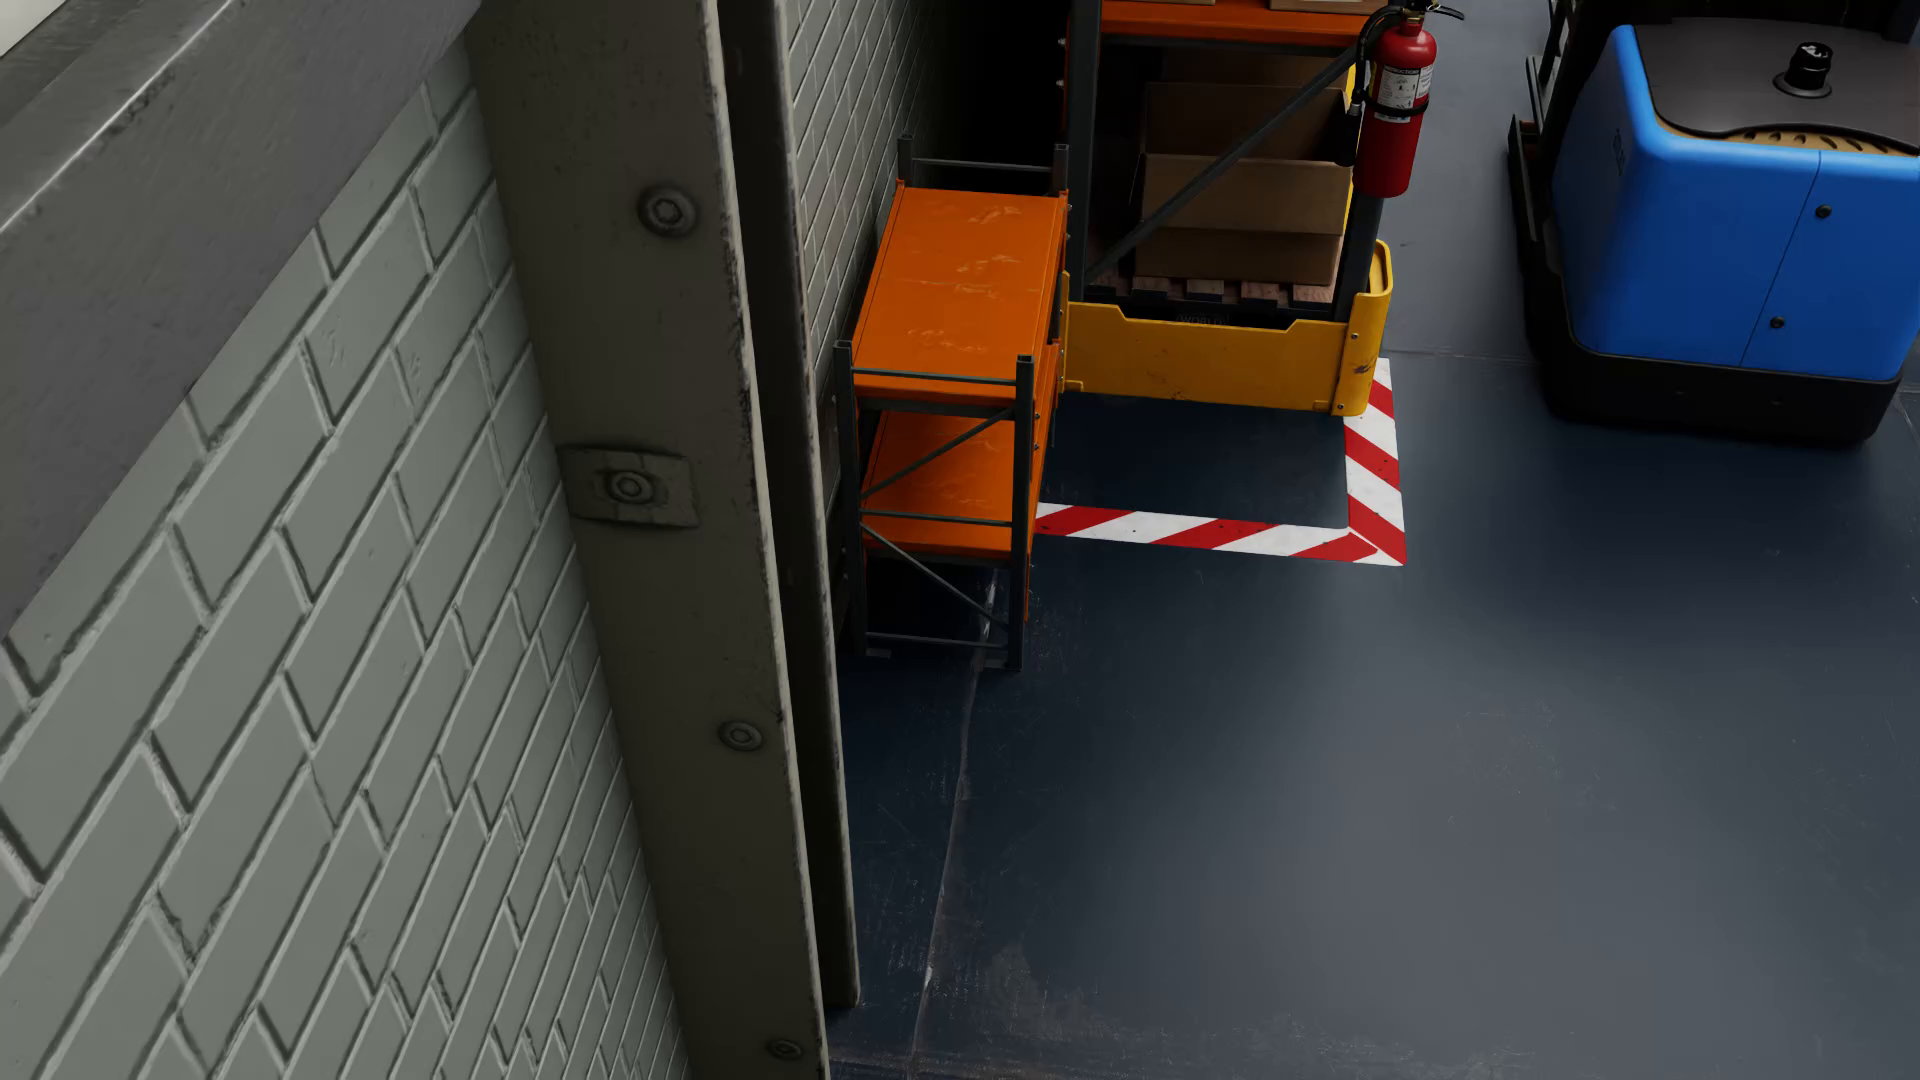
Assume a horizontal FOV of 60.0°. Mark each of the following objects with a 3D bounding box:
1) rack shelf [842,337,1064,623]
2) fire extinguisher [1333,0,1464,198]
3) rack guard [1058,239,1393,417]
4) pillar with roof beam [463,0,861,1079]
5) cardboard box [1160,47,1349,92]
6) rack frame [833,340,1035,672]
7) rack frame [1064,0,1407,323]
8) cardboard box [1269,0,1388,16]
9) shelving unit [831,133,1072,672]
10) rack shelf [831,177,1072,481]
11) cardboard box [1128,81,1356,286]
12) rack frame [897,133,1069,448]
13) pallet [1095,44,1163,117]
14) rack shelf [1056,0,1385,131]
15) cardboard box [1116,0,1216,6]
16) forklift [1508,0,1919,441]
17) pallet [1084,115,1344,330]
[{"bbox_3d":[0.001,-0.227,5.027,0.538,0.278,1.000,5,44,5],"label":"rack shelf"},{"bbox_3d":[1.266,-1.319,4.788,0.296,0.674,0.183,5,44,6],"label":"fire extinguisher"},{"bbox_3d":[0.837,-0.768,5.698,1.175,0.500,0.348,5,44,6],"label":"rack guard"},{"bbox_3d":[3.845,-1.656,0.454,9.100,9.000,0.400,5,44,6],"label":"pillar with roof beam"},{"bbox_3d":[1.154,-1.856,6.542,0.700,0.500,0.500,7,44,7],"label":"cardboard box"},{"bbox_3d":[-0.066,-0.058,4.493,0.500,1.125,0.032,5,44,5],"label":"rack frame"},{"bbox_3d":[0.827,-1.624,4.784,1.000,3.000,0.127,5,44,6],"label":"rack frame"},{"bbox_3d":[1.143,-1.732,5.080,0.380,0.149,0.250,5,44,5],"label":"cardboard box"},{"bbox_3d":[0.000,-0.404,4.859,0.538,1.125,1.048,5,44,5],"label":"shelving unit"},{"bbox_3d":[0.000,-0.617,4.657,0.538,0.278,1.000,5,44,5],"label":"rack shelf"},{"bbox_3d":[1.002,-1.279,5.929,0.797,0.503,0.637,4,44,4],"label":"cardboard box"},{"bbox_3d":[0.067,-0.751,5.225,0.500,1.125,0.032,5,44,5],"label":"rack frame"},{"bbox_3d":[1.106,-2.036,7.247,1.003,0.211,1.213,5,44,6],"label":"pallet"},{"bbox_3d":[1.092,-2.726,6.471,1.077,0.370,4.000,5,44,6],"label":"rack shelf"},{"bbox_3d":[0.605,-1.783,5.135,0.380,0.149,0.250,5,44,5],"label":"cardboard box"},{"bbox_3d":[2.785,-2.415,5.669,1.130,2.935,3.031,7,44,7],"label":"forklift"},{"bbox_3d":[0.942,-1.207,6.371,1.003,0.211,1.213,5,44,6],"label":"pallet"}]
